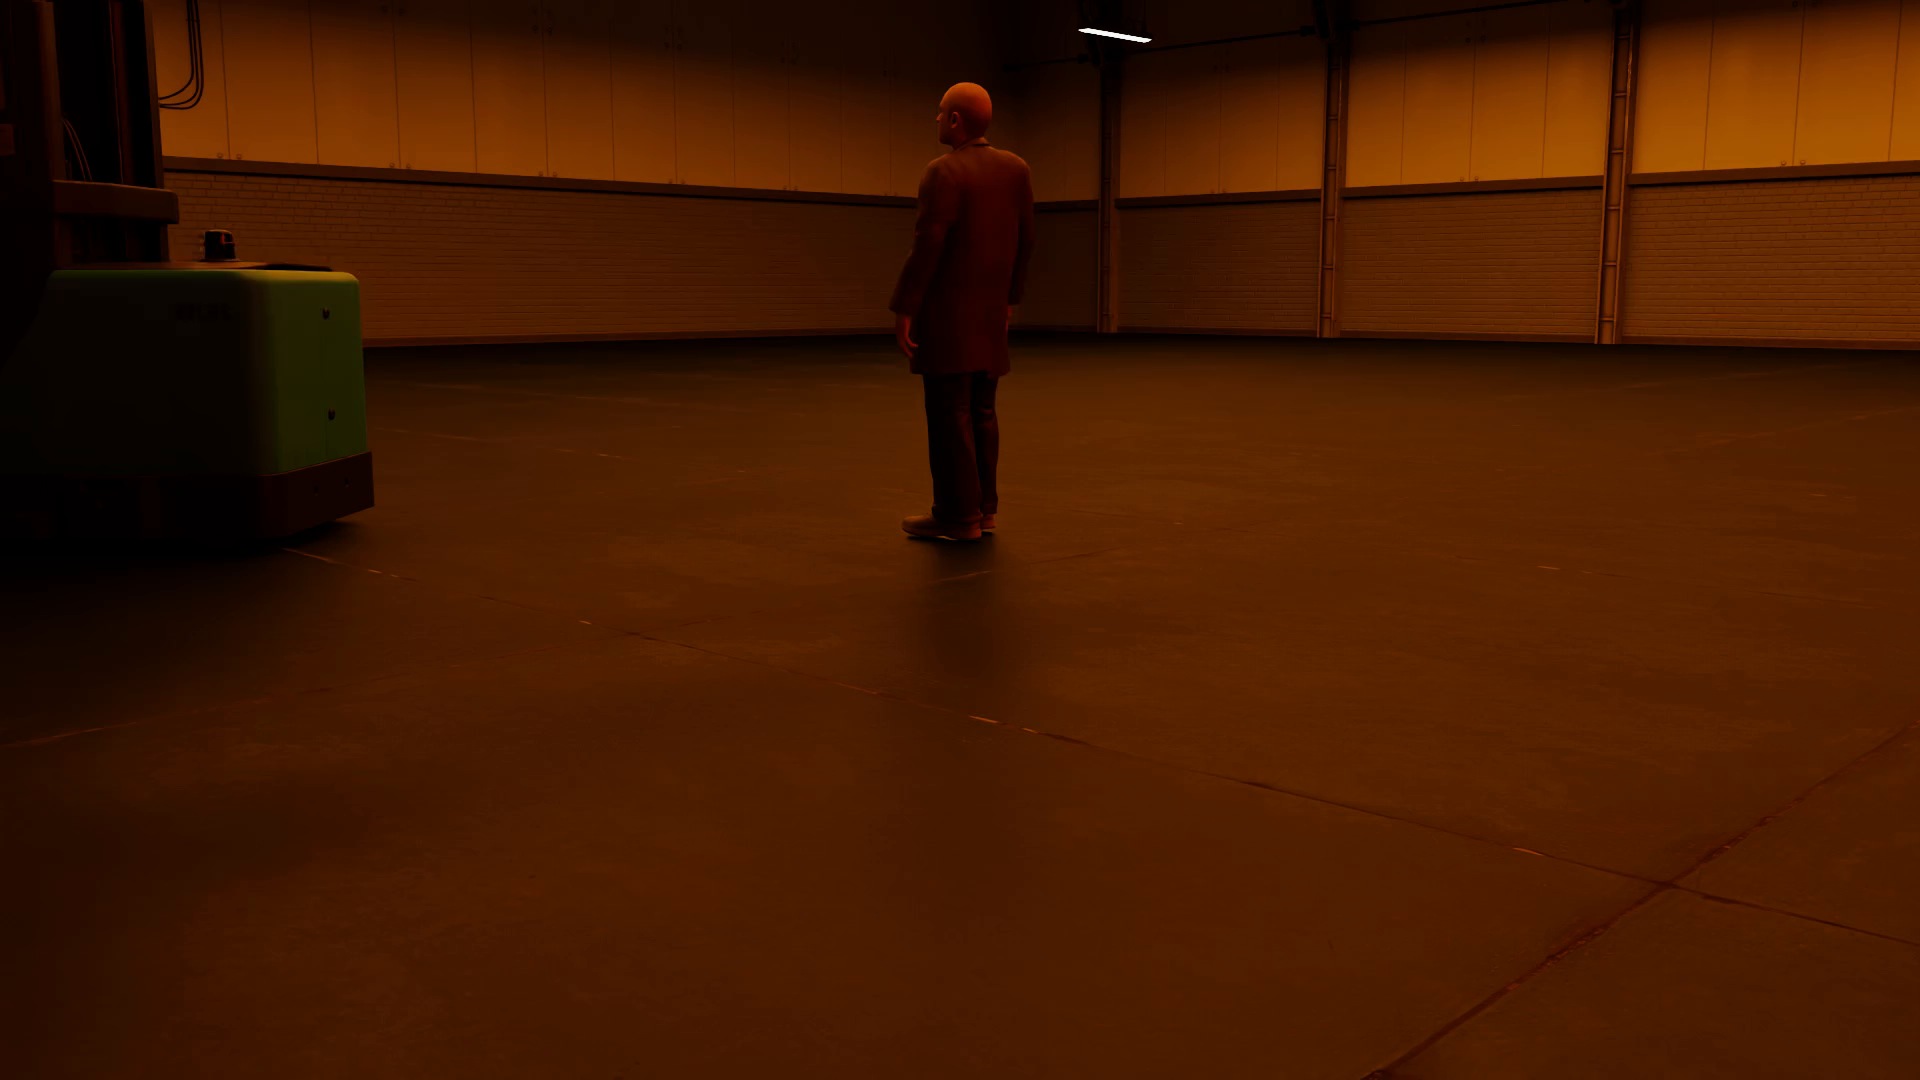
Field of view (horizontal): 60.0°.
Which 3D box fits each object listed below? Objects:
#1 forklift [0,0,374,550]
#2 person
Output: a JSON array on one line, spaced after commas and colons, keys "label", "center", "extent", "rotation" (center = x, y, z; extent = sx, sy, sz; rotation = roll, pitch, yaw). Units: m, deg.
[{"label": "forklift", "center": [-4.064, -1.466, 6.610], "extent": [3.031, 2.935, 1.130], "rotation": [0, 9, 2]}, {"label": "person", "center": [-0.064, -0.896, 6.650], "extent": [0.579, 1.777, 0.696], "rotation": [8, 12, 43]}]
